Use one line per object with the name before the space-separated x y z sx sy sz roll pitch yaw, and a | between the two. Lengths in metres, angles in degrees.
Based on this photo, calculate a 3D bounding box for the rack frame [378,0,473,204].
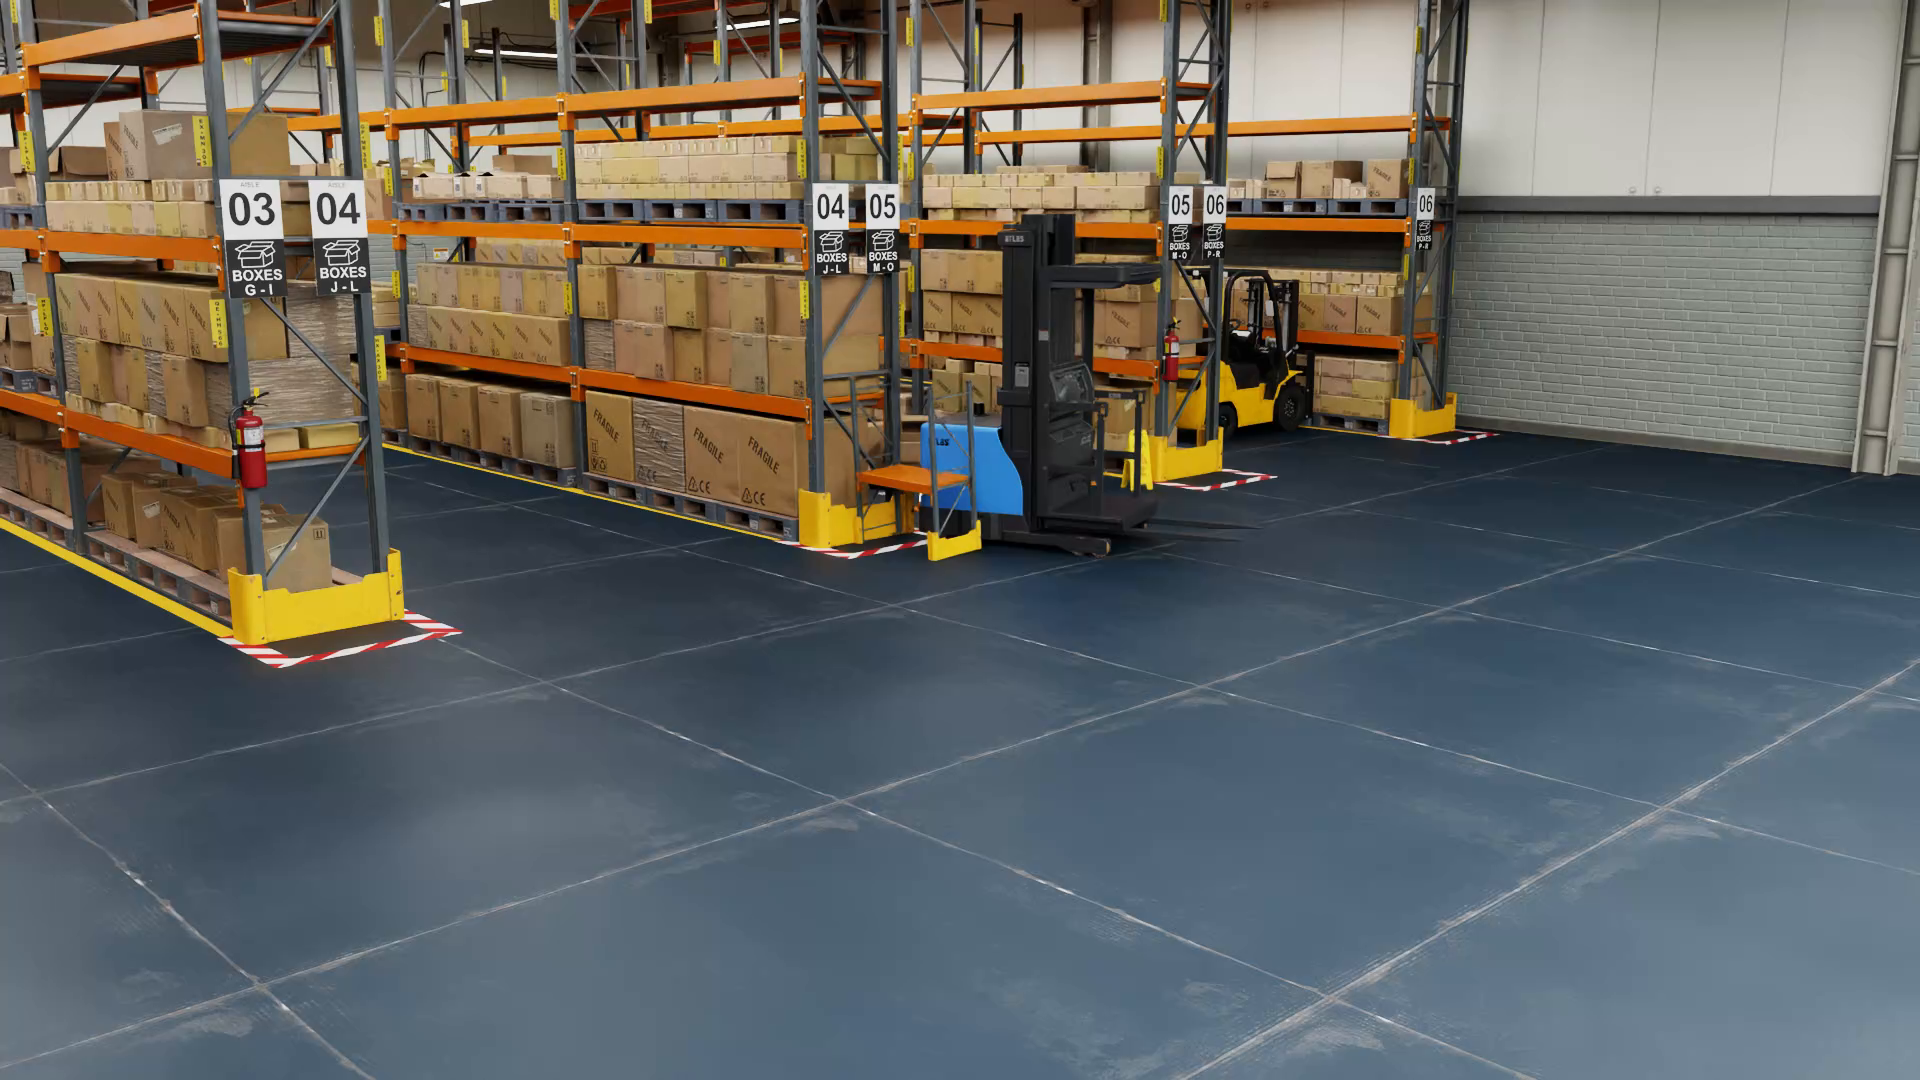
rack frame | -6.484 -5.603 20.144 1.000 3.000 0.127 -11 16 -43

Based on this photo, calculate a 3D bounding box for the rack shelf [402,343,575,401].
rack shelf | -5.103 -2.020 19.405 1.077 0.370 4.000 -11 16 -43

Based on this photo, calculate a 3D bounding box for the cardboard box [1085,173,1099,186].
cardboard box | 1.626 -4.068 18.775 0.380 0.149 0.250 -11 16 -42

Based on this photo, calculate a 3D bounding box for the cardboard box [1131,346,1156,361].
cardboard box | 2.138 -2.103 18.647 0.380 0.149 0.250 -10 15 -41

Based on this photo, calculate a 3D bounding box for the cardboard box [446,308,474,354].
cardboard box | -5.668 -2.463 19.523 0.500 0.500 0.500 -11 16 -43

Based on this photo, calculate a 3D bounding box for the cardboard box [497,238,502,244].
cardboard box | -7.710 -5.153 28.497 0.380 0.149 0.250 -11 16 -42

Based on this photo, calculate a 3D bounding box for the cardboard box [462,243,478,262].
cardboard box | -8.373 -4.965 29.192 0.500 0.500 0.500 -11 16 -44

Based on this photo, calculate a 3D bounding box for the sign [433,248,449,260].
sign | -10.972 -6.055 35.158 0.339 0.242 0.001 -11 16 -43

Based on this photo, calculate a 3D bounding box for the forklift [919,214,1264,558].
forklift | 1.183 -1.405 14.804 3.031 2.935 1.130 5 13 25

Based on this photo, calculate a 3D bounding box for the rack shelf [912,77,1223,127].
rack shelf | 1.170 -5.078 19.386 1.077 0.370 4.000 -11 16 -43

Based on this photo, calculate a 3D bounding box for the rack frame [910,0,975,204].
rack frame | -0.211 -5.724 20.730 1.000 3.000 0.127 -11 16 -43

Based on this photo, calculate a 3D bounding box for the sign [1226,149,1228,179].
sign | 2.943 -4.174 18.478 0.100 0.325 0.005 -11 16 -43

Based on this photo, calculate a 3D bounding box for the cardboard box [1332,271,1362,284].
cardboard box | 5.227 -3.542 22.415 0.380 0.149 0.250 -11 16 -42

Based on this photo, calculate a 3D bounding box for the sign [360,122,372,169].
sign | -4.224 -2.793 11.775 0.100 0.325 0.005 -11 16 -43

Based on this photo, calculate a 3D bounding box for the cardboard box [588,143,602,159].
cardboard box | -3.539 -3.934 16.837 0.380 0.149 0.250 -11 16 -43

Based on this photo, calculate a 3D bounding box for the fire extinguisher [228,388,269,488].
fire extinguisher | -4.871 -0.702 11.414 0.296 0.674 0.183 -11 16 -43

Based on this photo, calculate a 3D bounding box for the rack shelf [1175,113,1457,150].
rack shelf | 4.757 -5.576 22.786 1.077 0.370 4.000 -11 16 -43

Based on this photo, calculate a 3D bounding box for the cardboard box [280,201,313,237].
cardboard box | -4.762 -2.323 12.027 0.500 0.250 0.500 -10 15 -41

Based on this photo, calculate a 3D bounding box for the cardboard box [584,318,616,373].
cardboard box | -3.458 -2.102 17.647 0.875 0.550 0.550 -11 16 -43

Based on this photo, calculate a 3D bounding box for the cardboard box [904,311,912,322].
cardboard box | -0.766 -2.904 21.496 0.380 0.149 0.250 -11 16 -42

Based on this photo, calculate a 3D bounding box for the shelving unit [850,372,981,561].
shelving unit | -0.416 -0.680 14.758 0.587 1.500 1.083 -15 19 -42

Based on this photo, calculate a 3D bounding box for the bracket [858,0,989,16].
bracket | -0.157 -9.085 28.125 0.076 0.066 4.783 -11 16 -43

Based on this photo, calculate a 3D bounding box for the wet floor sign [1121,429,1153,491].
wet floor sign | 1.908 -0.872 17.881 0.267 0.644 0.232 -5 13 -23

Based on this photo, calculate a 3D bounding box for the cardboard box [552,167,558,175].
cardboard box | -6.691 -5.919 27.570 0.797 0.503 0.637 -9 15 -38

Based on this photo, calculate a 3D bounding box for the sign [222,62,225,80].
sign | -11.593 -7.380 26.061 0.100 0.325 0.005 -11 16 -43

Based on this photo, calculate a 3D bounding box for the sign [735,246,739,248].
sign | -4.496 -6.025 33.408 0.100 0.325 0.005 -11 16 -43

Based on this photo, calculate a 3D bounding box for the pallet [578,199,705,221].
pallet | -3.164 -3.386 17.035 1.003 0.211 1.213 -11 16 -43

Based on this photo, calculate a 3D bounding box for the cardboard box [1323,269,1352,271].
cardboard box | 5.242 -3.690 23.132 0.250 0.149 0.380 11 16 44

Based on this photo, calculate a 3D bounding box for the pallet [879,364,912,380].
pallet | -0.713 -2.988 29.229 1.003 0.211 1.213 -11 16 -43

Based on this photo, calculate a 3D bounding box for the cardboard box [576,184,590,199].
cardboard box | -3.716 -3.581 17.098 0.380 0.149 0.250 -11 16 -43

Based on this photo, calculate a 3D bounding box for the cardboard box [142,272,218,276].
cardboard box | -6.523 -1.989 14.005 0.500 0.500 0.500 -11 16 -43

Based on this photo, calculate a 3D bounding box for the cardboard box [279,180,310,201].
cardboard box | -4.639 -2.484 11.823 0.380 0.149 0.250 -11 16 -43

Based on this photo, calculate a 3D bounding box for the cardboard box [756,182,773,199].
cardboard box | -1.608 -3.136 14.938 0.380 0.149 0.250 -11 16 -42

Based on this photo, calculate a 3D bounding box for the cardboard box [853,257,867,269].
cardboard box | -1.179 -3.638 21.841 0.250 0.149 0.380 11 16 43

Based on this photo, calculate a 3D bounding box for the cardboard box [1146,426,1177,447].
cardboard box | 2.194 -1.217 19.495 0.500 0.250 0.500 -11 16 -43

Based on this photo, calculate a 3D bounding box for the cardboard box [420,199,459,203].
cardboard box | -6.686 -4.303 21.021 0.500 0.500 0.500 -11 16 -43

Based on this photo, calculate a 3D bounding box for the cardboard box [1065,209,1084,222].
cardboard box | 1.415 -3.712 19.022 0.380 0.149 0.250 -11 16 -43

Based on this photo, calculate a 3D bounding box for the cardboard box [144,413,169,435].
cardboard box | -6.074 -0.915 12.878 0.380 0.149 0.250 -11 16 -43

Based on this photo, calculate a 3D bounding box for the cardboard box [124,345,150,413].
cardboard box | -6.059 -1.309 13.186 0.875 0.500 0.500 -11 16 -43

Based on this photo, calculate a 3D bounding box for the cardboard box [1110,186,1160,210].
cardboard box | 2.003 -3.780 18.364 0.500 0.250 0.500 -11 16 -43

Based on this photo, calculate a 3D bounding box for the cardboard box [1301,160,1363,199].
cardboard box | 5.021 -4.861 22.438 0.700 0.500 0.500 -11 16 -42

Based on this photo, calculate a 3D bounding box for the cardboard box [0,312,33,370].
cardboard box | -8.643 -1.901 15.745 0.797 0.503 0.637 -9 15 -37

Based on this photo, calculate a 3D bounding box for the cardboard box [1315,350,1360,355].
cardboard box | 5.258 -2.486 23.177 0.500 0.250 0.500 -11 16 -43

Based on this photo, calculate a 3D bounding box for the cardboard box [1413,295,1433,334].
cardboard box | 5.997 -3.054 22.390 0.500 0.500 0.500 -10 15 -41

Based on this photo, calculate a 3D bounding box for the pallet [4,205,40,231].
pallet | -7.728 -2.886 14.858 1.213 0.211 1.003 -11 16 -43

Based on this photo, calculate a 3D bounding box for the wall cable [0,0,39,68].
wall cable | -17.078 -8.975 28.540 2.277 5.999 0.120 -11 16 -43

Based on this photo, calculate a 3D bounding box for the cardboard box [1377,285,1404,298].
cardboard box | 5.696 -3.272 21.842 0.380 0.149 0.250 -11 16 -42

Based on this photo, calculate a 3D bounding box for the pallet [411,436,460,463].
pallet | -5.994 -1.173 20.421 1.003 0.211 1.213 -11 16 -43

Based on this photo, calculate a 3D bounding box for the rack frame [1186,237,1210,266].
rack frame | 3.376 -3.477 24.695 1.000 3.000 0.127 -11 16 -43

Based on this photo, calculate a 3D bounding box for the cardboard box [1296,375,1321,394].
cardboard box | 4.866 -2.172 22.894 0.500 0.250 0.500 -11 16 -44

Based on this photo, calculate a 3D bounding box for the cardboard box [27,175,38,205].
cardboard box | -8.100 -3.137 14.899 0.396 0.266 0.258 -10 15 -41

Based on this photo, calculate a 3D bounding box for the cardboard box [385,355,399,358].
cardboard box | -7.829 -2.371 22.622 0.500 0.250 0.500 11 16 43

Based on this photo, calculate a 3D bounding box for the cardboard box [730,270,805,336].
cardboard box | -1.634 -2.226 15.574 0.875 0.550 0.550 -11 16 -43

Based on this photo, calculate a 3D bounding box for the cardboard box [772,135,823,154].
cardboard box | -1.437 -3.490 14.681 0.380 0.149 0.250 -11 16 -42

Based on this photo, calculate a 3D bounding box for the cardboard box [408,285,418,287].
cardboard box | -7.017 -3.208 21.496 0.380 0.149 0.250 -11 16 -43

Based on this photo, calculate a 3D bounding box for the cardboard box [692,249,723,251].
cardboard box | -3.833 -4.162 25.294 0.500 0.500 0.500 -10 15 -41

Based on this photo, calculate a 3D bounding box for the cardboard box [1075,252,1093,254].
cardboard box | 1.270 -3.065 19.230 0.700 0.500 0.500 -11 16 -43
